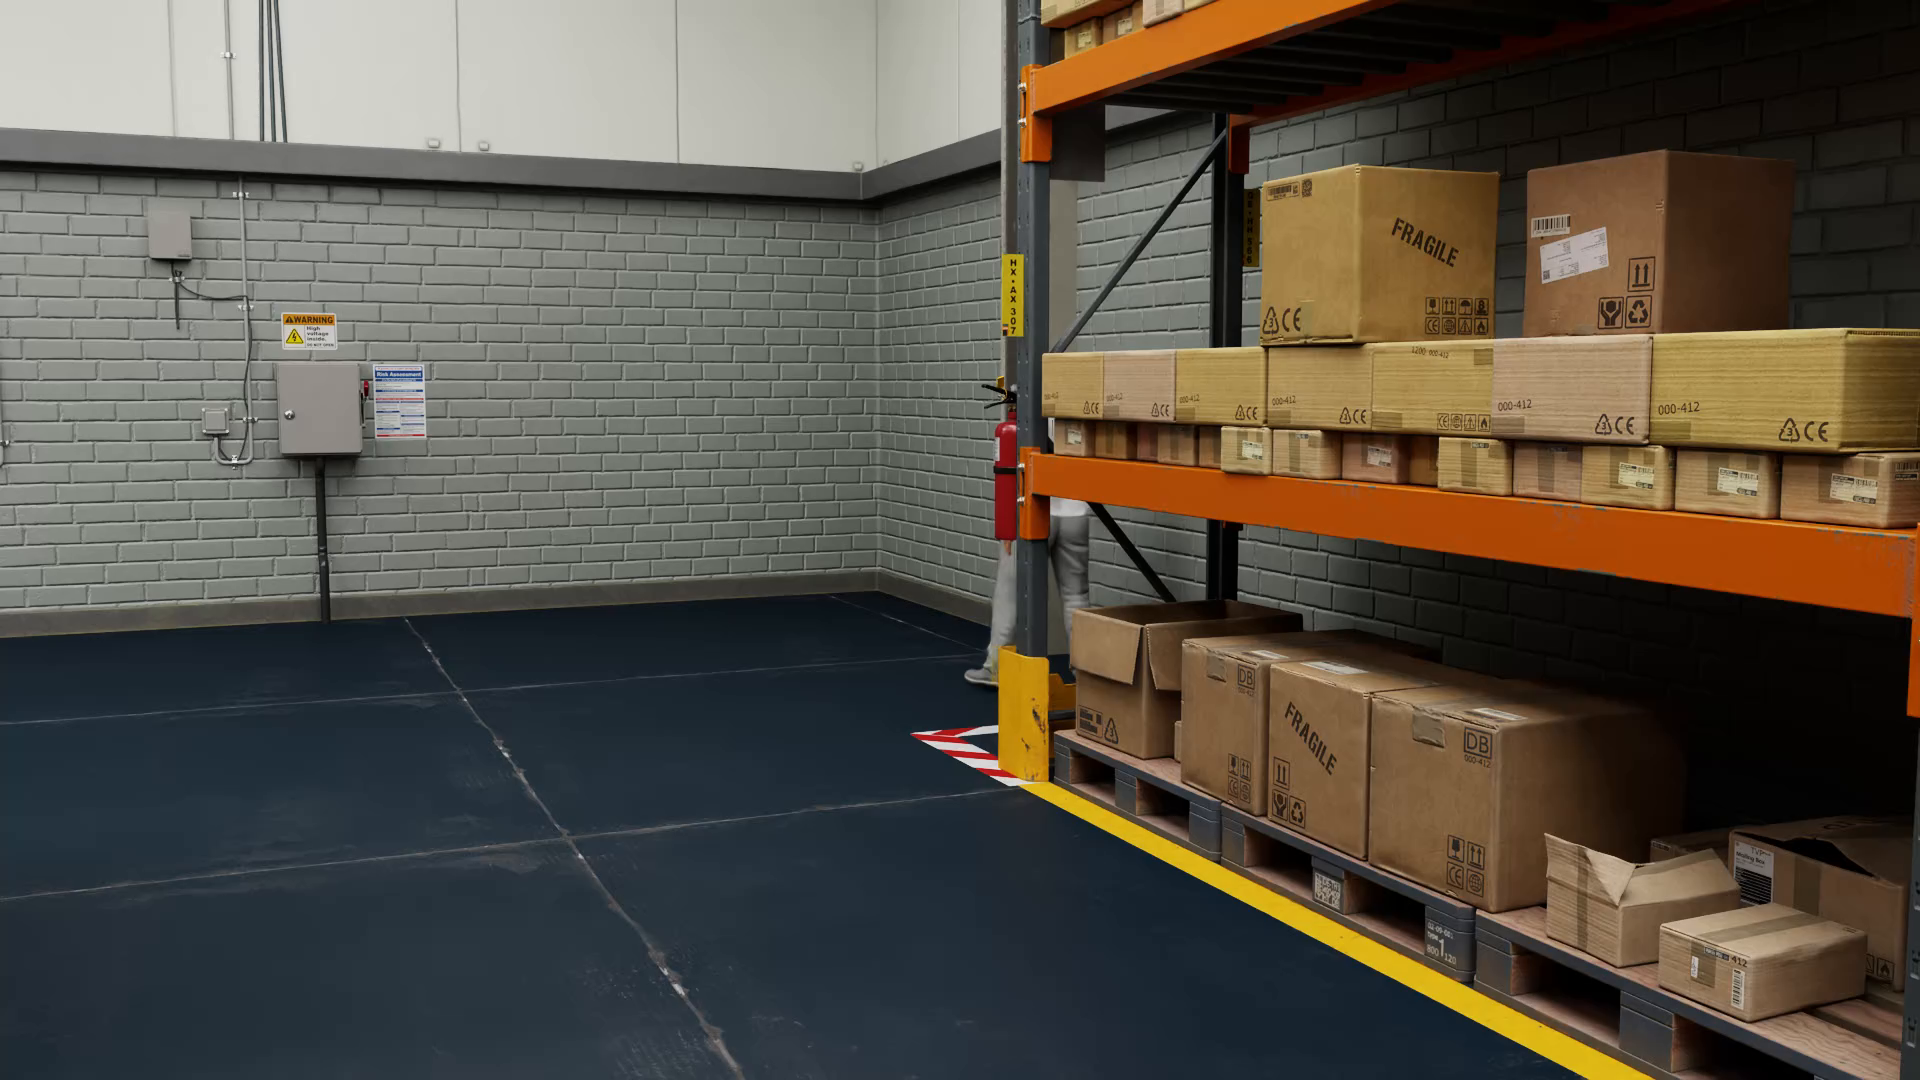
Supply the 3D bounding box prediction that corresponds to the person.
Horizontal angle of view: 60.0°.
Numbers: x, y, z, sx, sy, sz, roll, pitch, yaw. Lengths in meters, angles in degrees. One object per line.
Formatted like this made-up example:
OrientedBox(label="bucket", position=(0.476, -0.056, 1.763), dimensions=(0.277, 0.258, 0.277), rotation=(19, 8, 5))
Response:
OrientedBox(label="person", position=(0.397, -0.064, 8.495), dimensions=(0.600, 1.653, 0.593), rotation=(-3, 6, -26))
